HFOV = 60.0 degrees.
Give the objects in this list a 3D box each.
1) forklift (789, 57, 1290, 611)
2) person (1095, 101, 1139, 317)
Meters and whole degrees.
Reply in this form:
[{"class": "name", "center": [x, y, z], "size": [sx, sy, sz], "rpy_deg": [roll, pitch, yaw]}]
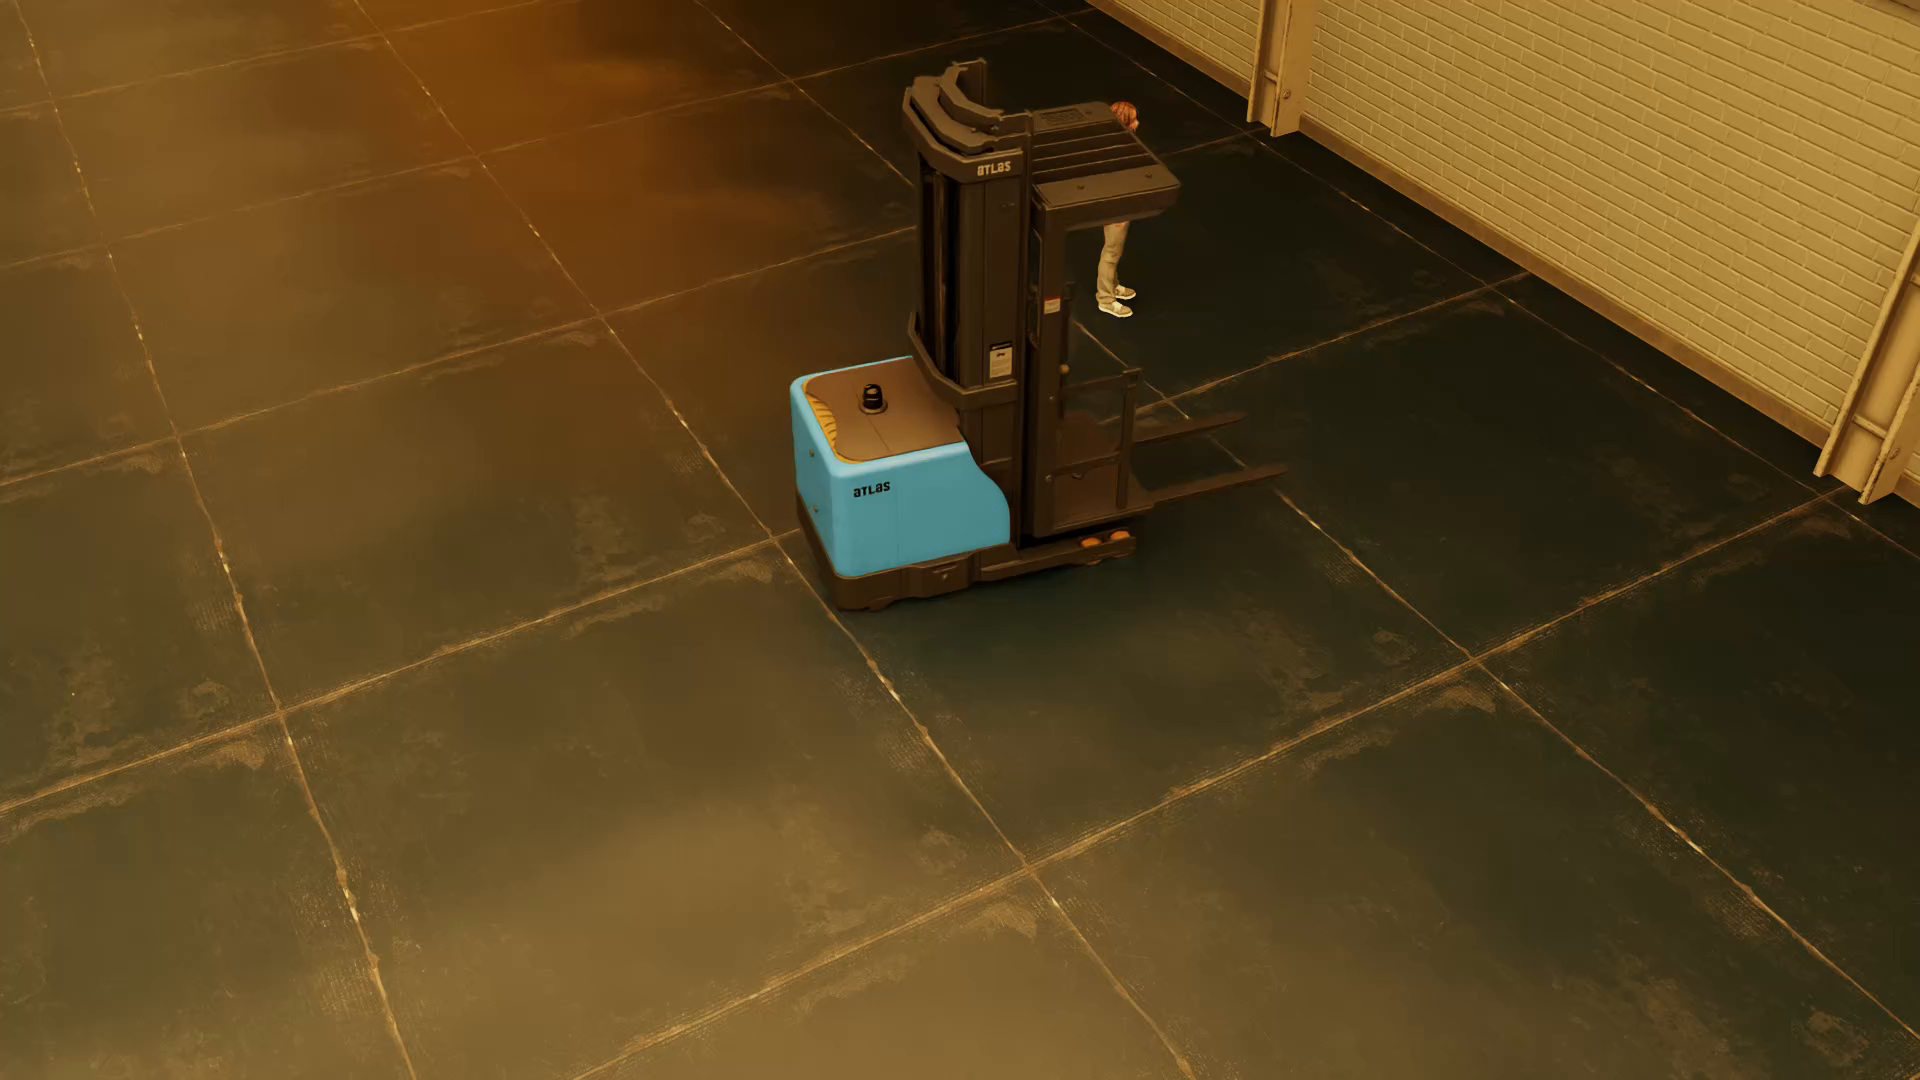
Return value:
[{"class": "forklift", "center": [0.552, -1.283, 9.583], "size": [3.031, 2.935, 1.130], "rpy_deg": [-13, 41, -15]}, {"class": "person", "center": [1.153, -2.398, 11.975], "size": [0.331, 1.597, 0.411], "rpy_deg": [8, 40, 10]}]
